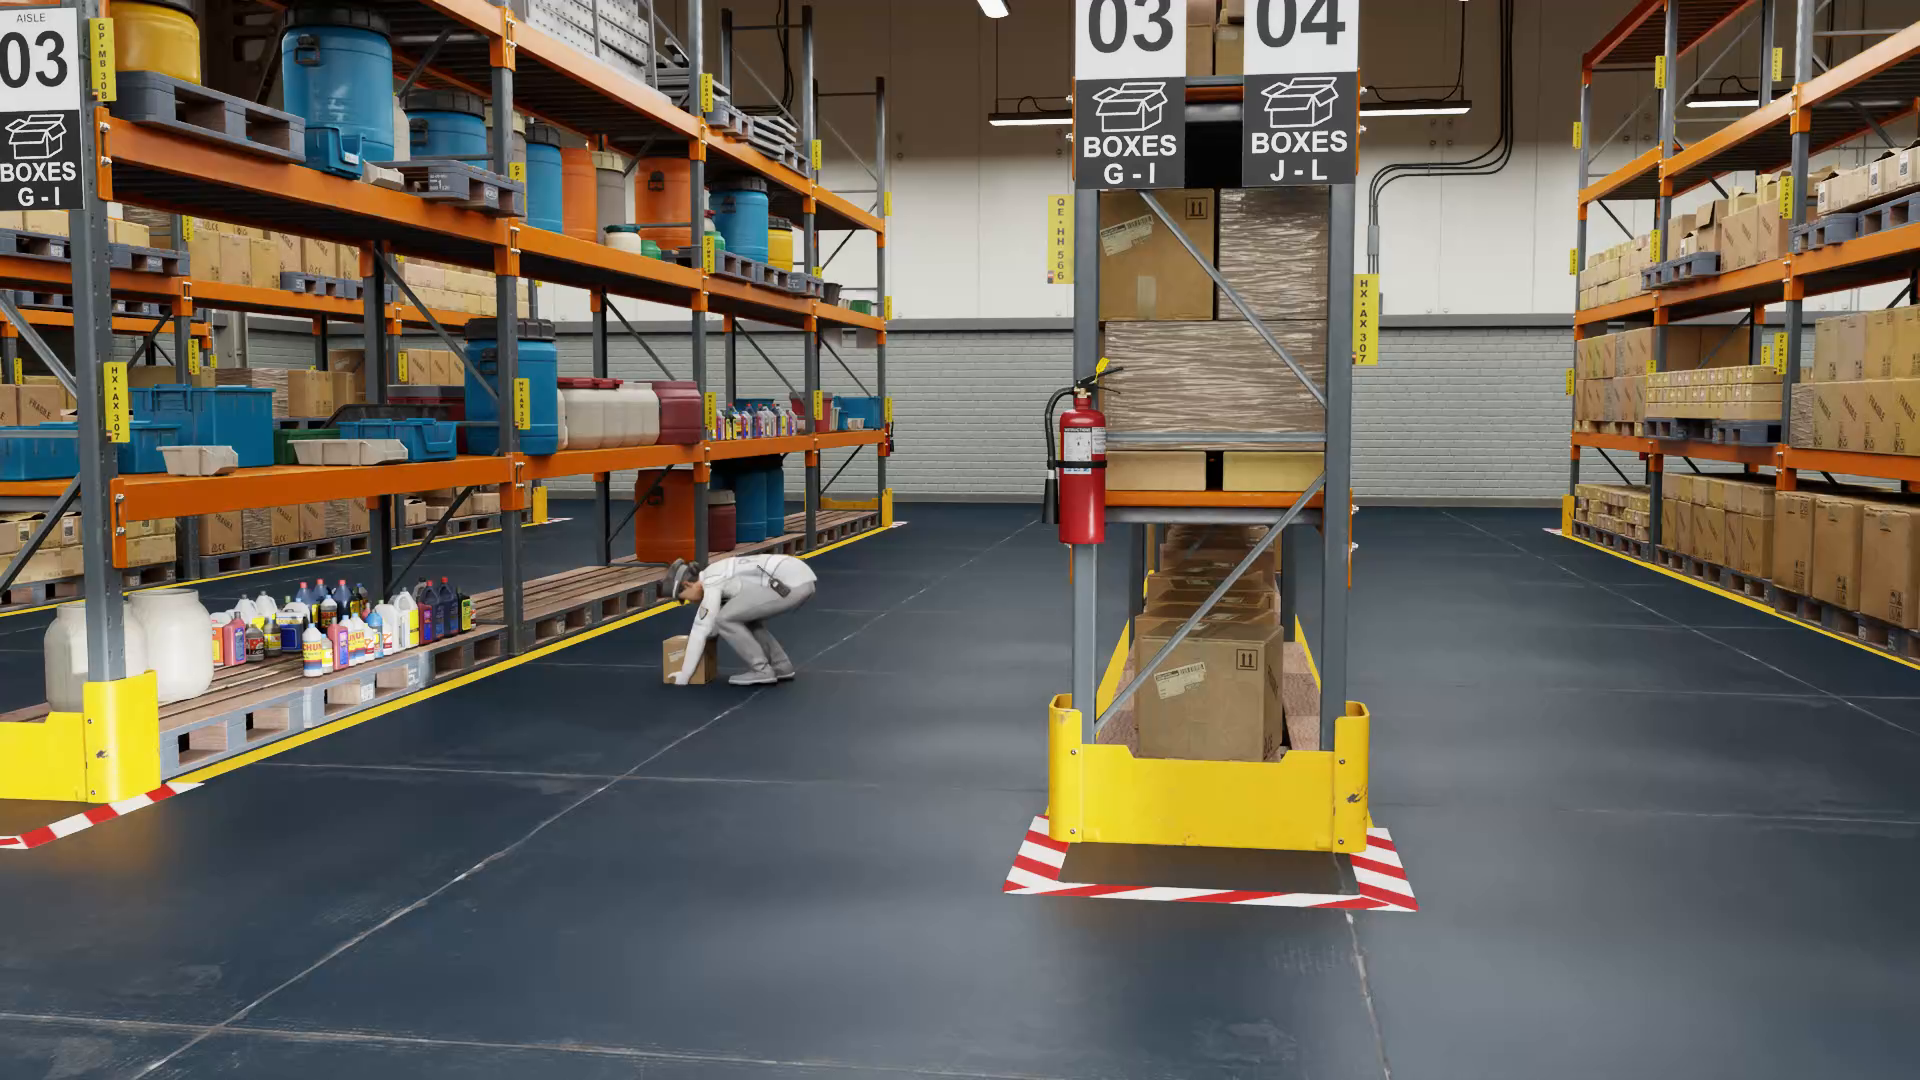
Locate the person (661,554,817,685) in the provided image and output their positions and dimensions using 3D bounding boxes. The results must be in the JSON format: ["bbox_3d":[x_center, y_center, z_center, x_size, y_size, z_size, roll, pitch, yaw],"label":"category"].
[{"bbox_3d":[-1.306,0.470,9.813,0.912,0.772,0.449,1,5,7],"label":"person"}]
